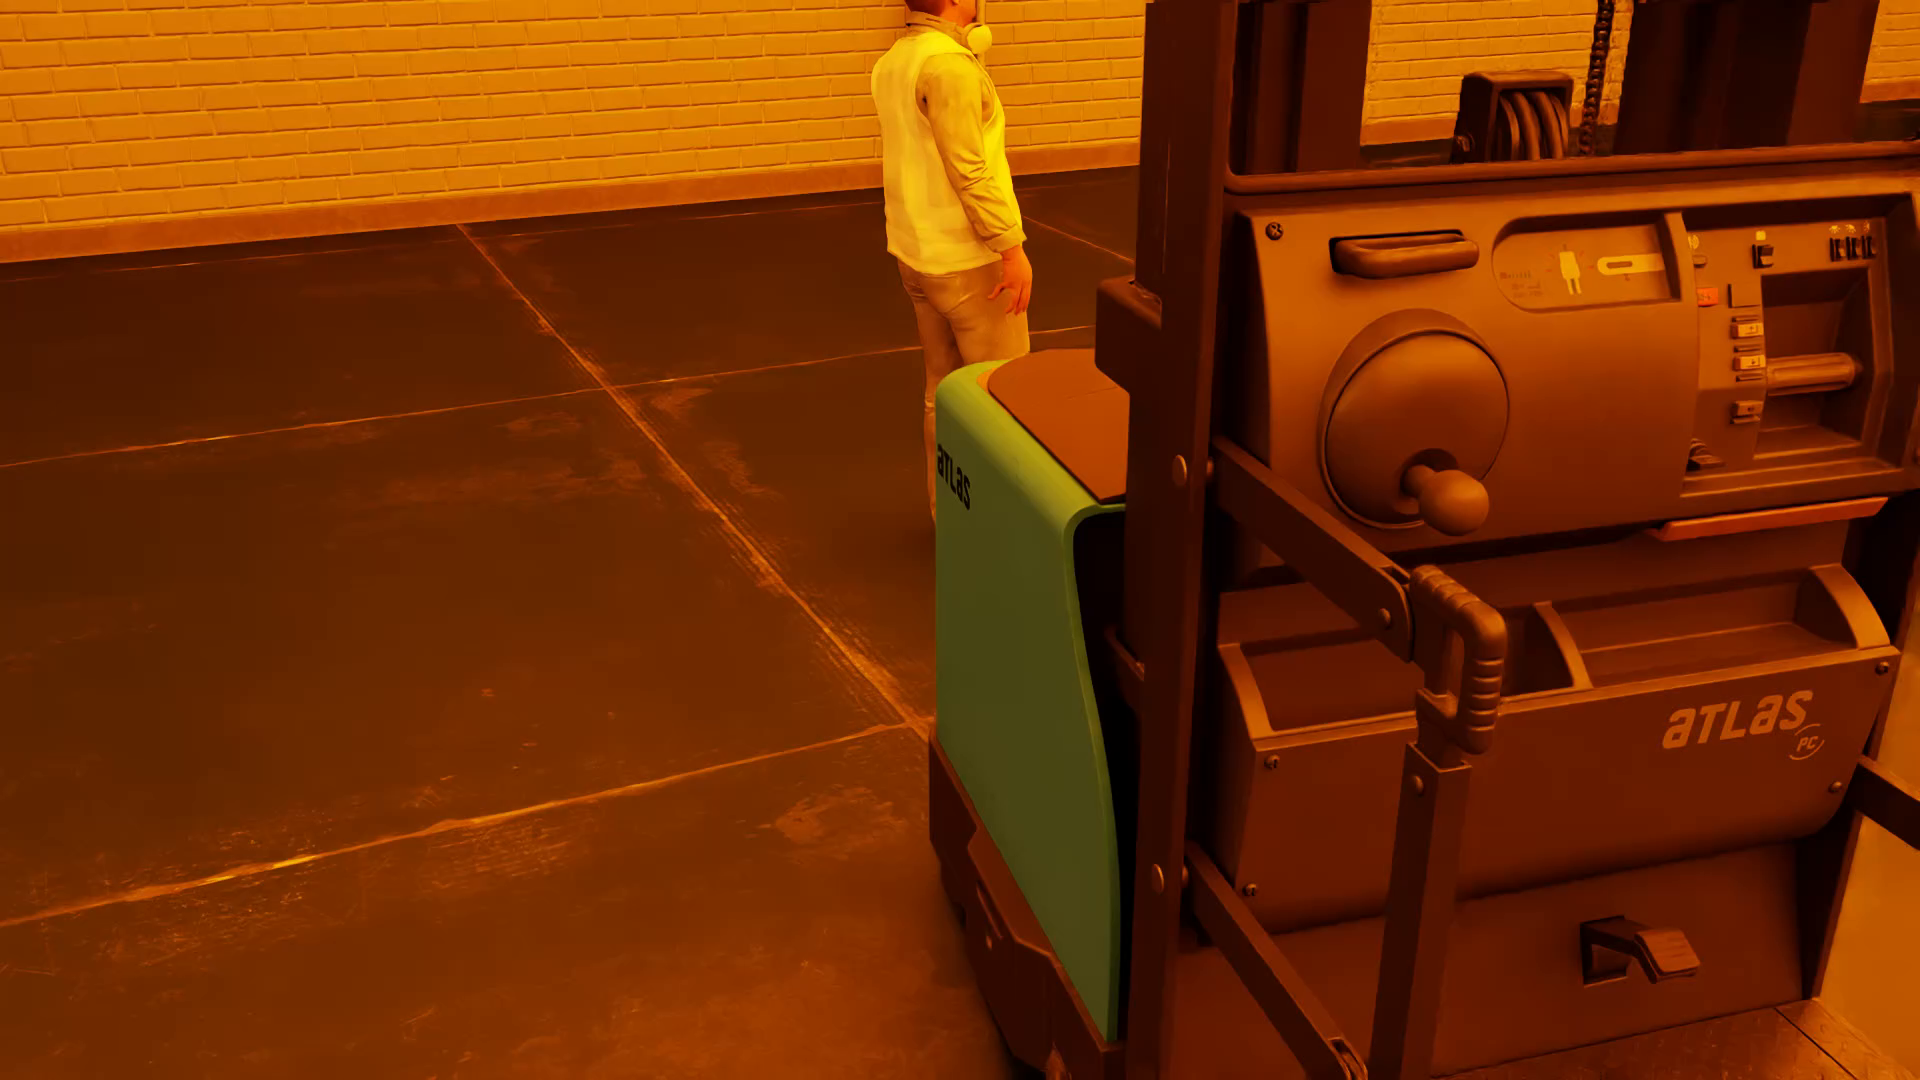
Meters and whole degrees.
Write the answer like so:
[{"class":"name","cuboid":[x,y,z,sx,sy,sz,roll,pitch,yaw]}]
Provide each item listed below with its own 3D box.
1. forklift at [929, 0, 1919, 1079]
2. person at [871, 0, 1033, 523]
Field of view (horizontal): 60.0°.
[{"class":"forklift","cuboid":[0.835,-0.201,1.769,1.130,2.935,3.031,-6,23,-15]},{"class":"person","cuboid":[0.059,-0.833,4.781,0.568,1.773,0.632,-10,25,-23]}]
